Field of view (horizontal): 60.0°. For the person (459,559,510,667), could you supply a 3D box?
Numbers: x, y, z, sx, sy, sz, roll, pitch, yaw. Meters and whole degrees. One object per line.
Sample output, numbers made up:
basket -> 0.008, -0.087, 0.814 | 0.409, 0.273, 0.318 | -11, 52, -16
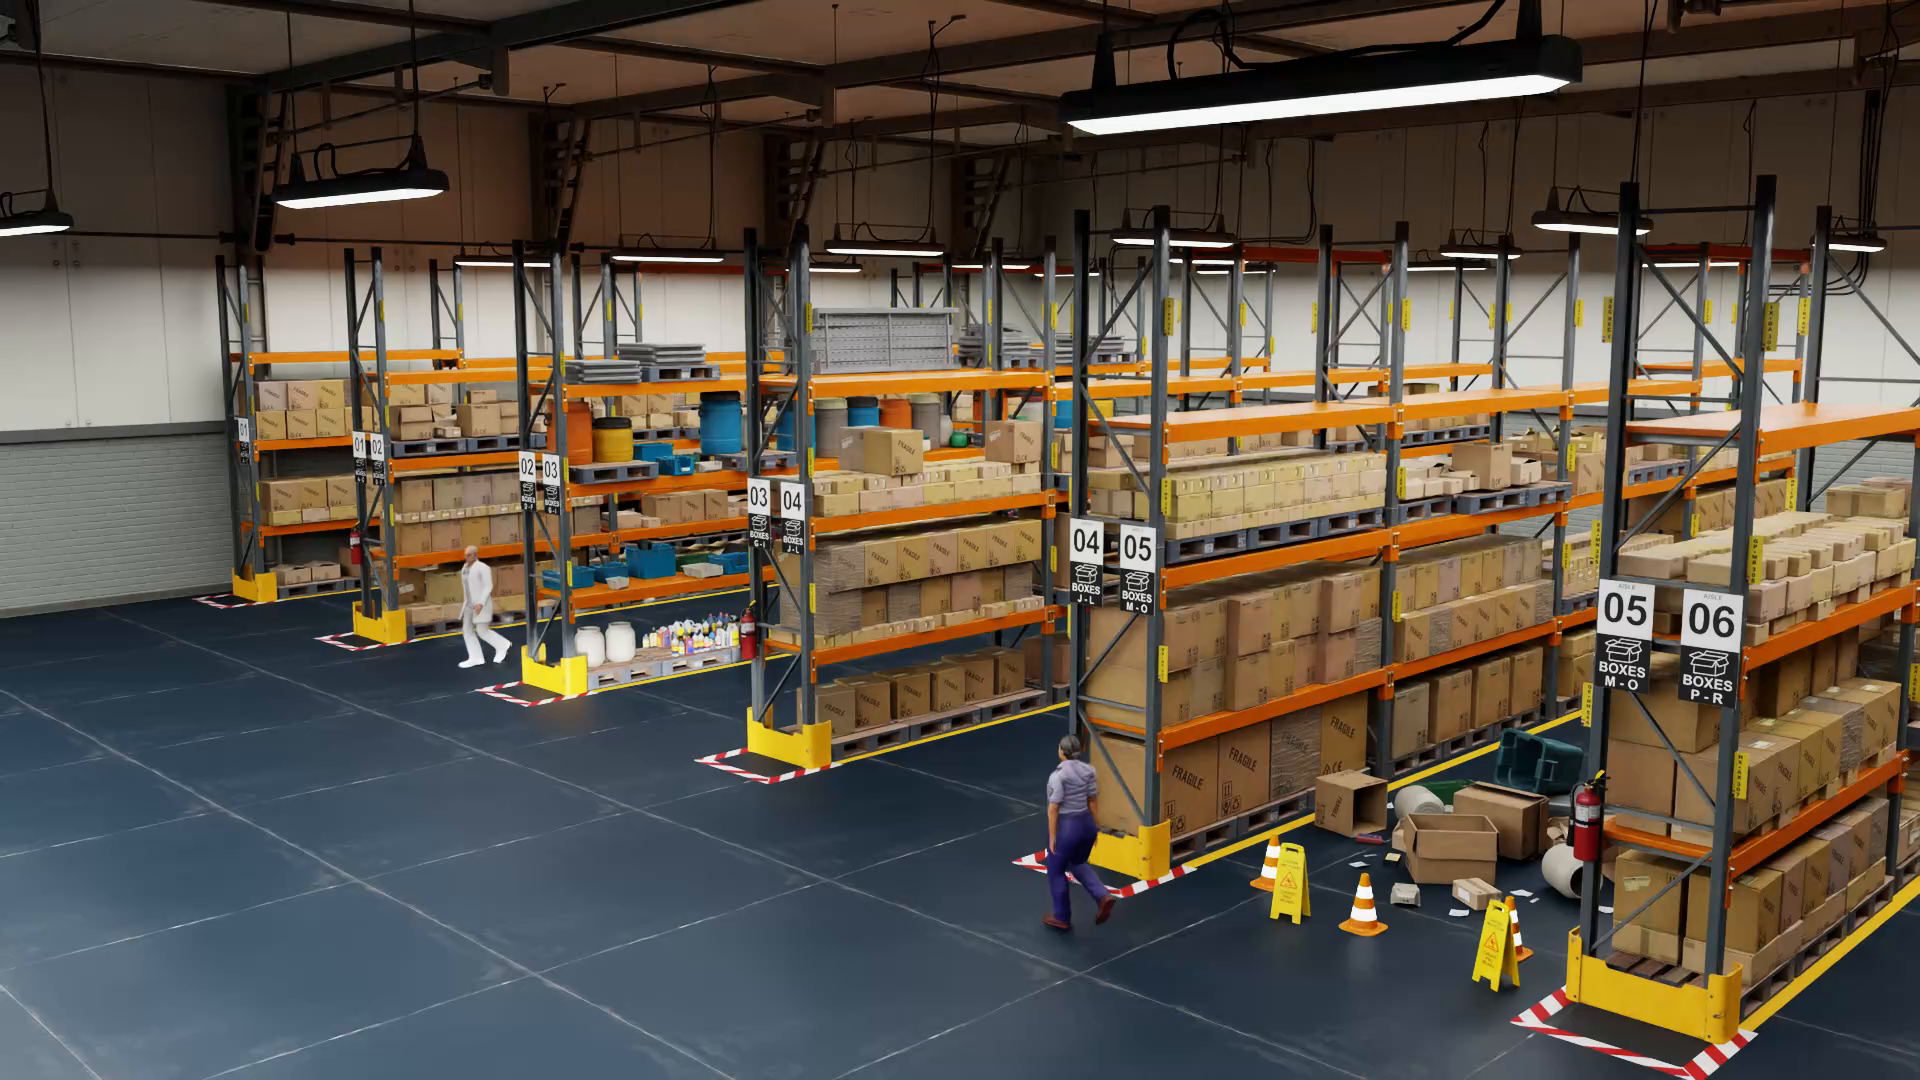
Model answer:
person -> -6.856, 1.025, 23.912 | 0.636, 1.571, 0.681 | 5, 10, 32

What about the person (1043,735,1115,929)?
person -> 0.950, 2.419, 13.698 | 0.484, 1.617, 0.612 | -7, 11, -42
